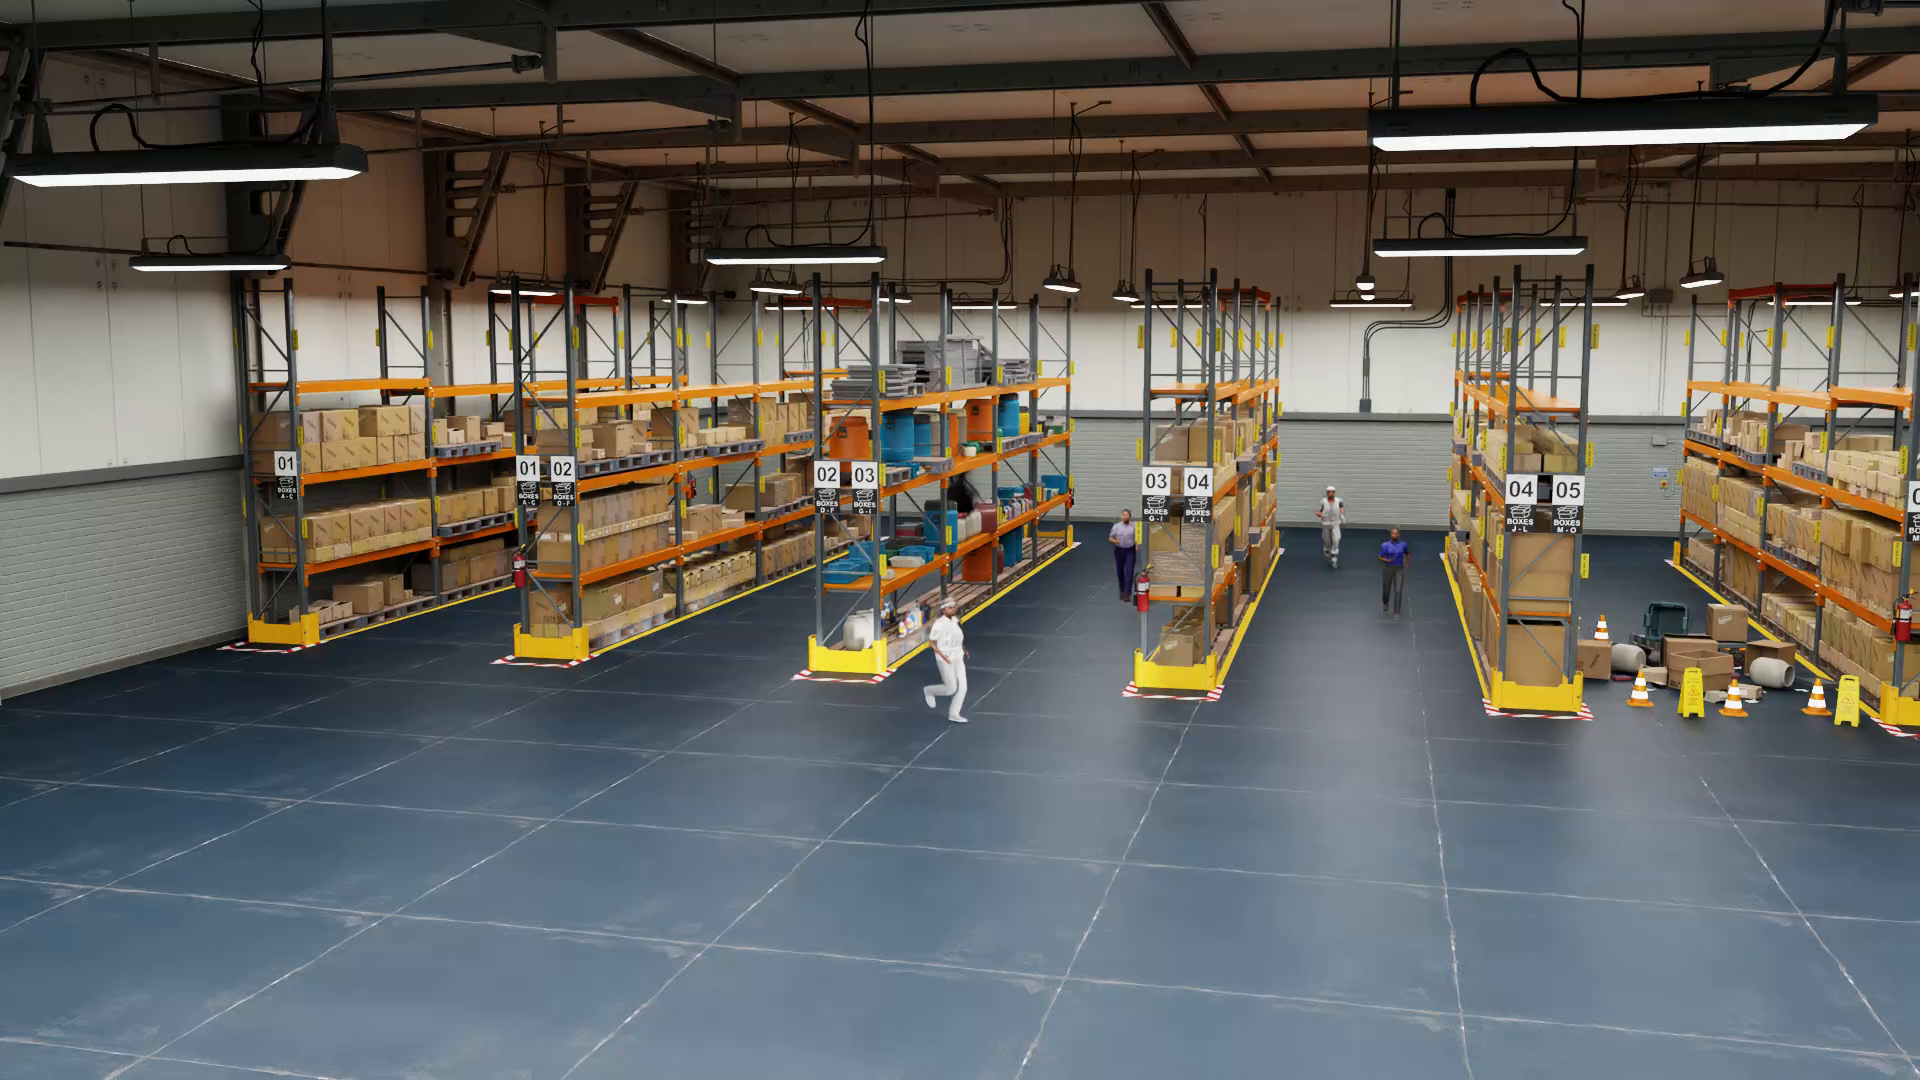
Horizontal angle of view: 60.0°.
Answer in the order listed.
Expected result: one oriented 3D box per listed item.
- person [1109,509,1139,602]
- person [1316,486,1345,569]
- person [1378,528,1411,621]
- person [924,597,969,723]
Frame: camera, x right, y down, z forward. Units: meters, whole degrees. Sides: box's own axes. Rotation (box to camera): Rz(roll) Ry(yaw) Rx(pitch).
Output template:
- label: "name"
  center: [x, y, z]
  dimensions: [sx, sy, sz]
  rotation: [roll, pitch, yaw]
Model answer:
- label: "person"
  center: [2.994, 0.292, 30.108]
  dimensions: [0.612, 1.706, 0.838]
  rotation: [1, 7, 10]
- label: "person"
  center: [8.208, -0.311, 36.842]
  dimensions: [0.635, 1.796, 0.991]
  rotation: [1, 7, 11]
- label: "person"
  center: [7.828, 0.587, 29.986]
  dimensions: [0.587, 1.631, 0.900]
  rotation: [1, 7, 9]
- label: "person"
  center: [-0.149, 1.565, 21.979]
  dimensions: [0.672, 1.649, 0.593]
  rotation: [6, 9, 43]
